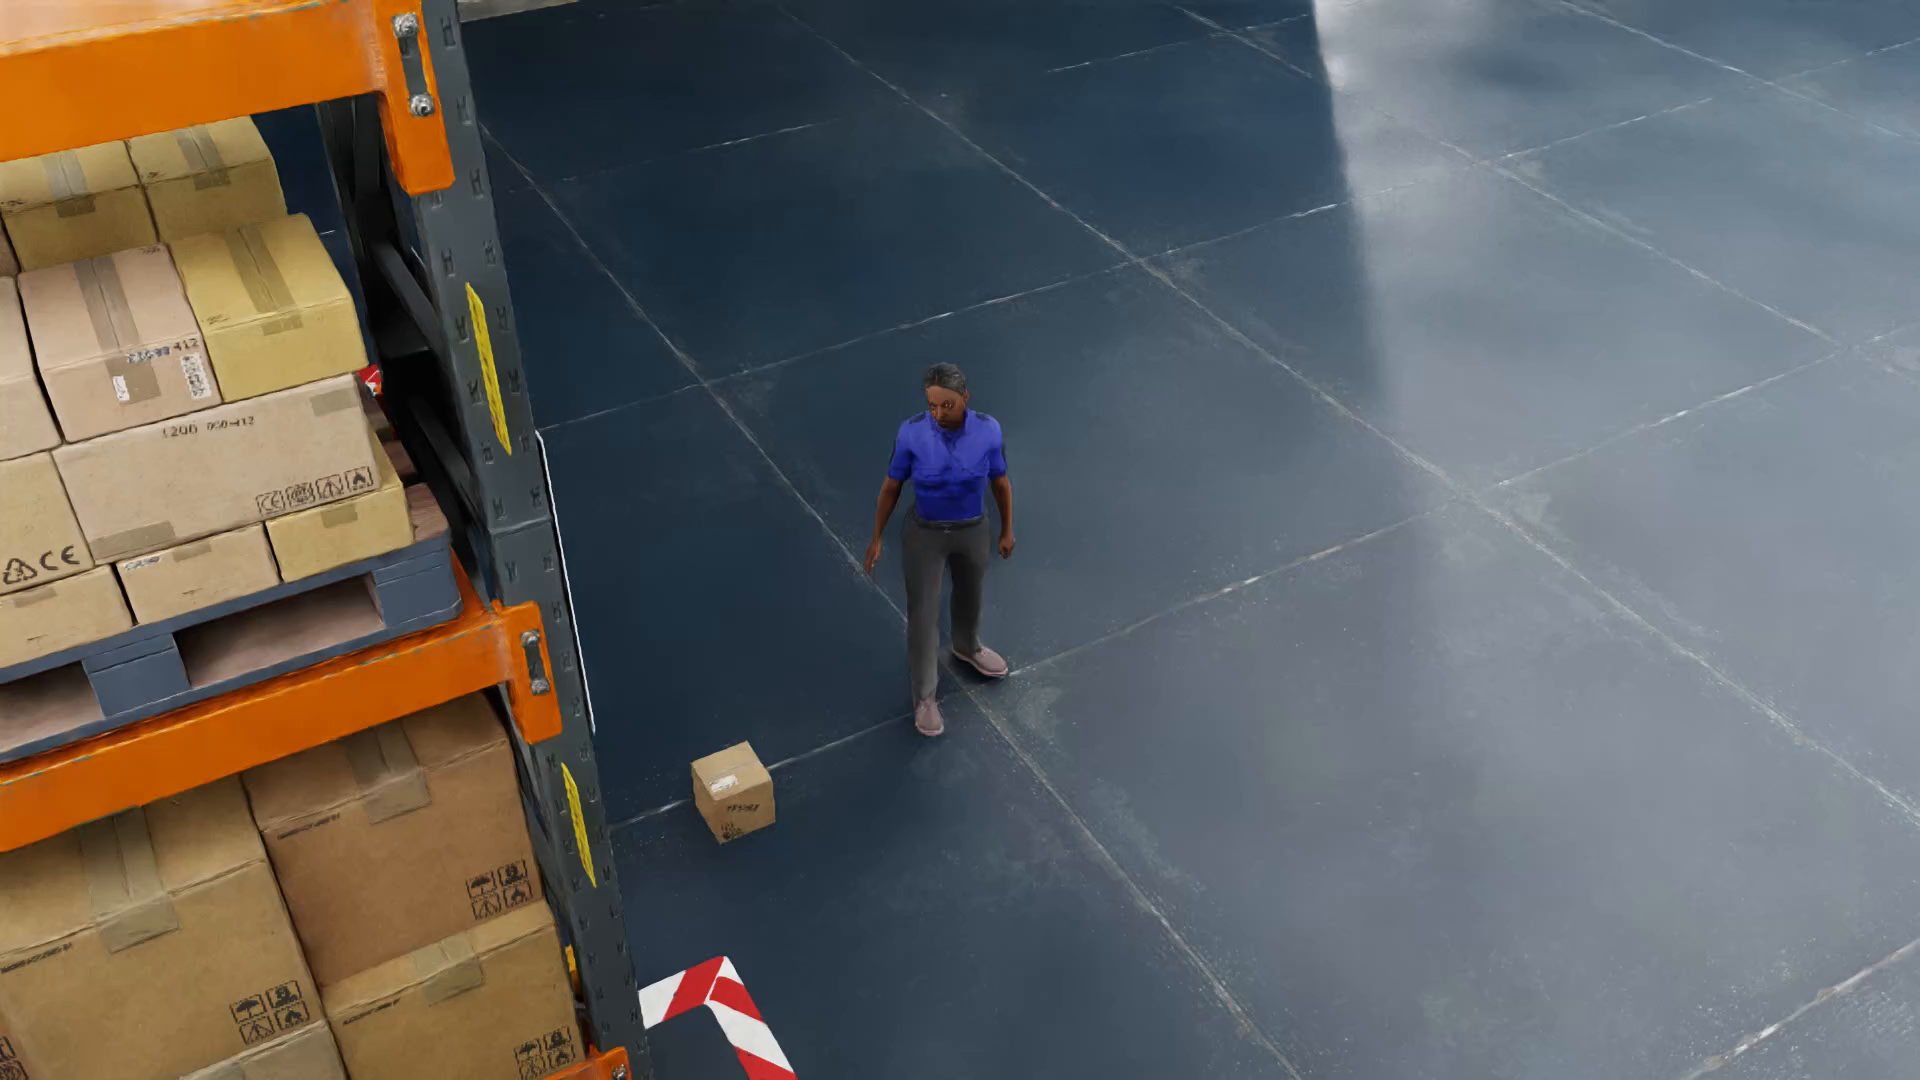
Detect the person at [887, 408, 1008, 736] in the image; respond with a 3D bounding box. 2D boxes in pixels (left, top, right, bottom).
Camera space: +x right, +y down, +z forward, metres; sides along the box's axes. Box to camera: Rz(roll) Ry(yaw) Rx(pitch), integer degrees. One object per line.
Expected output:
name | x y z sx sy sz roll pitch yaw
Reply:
person | -0.019 0.096 6.939 0.519 1.450 0.595 -7 38 -9
